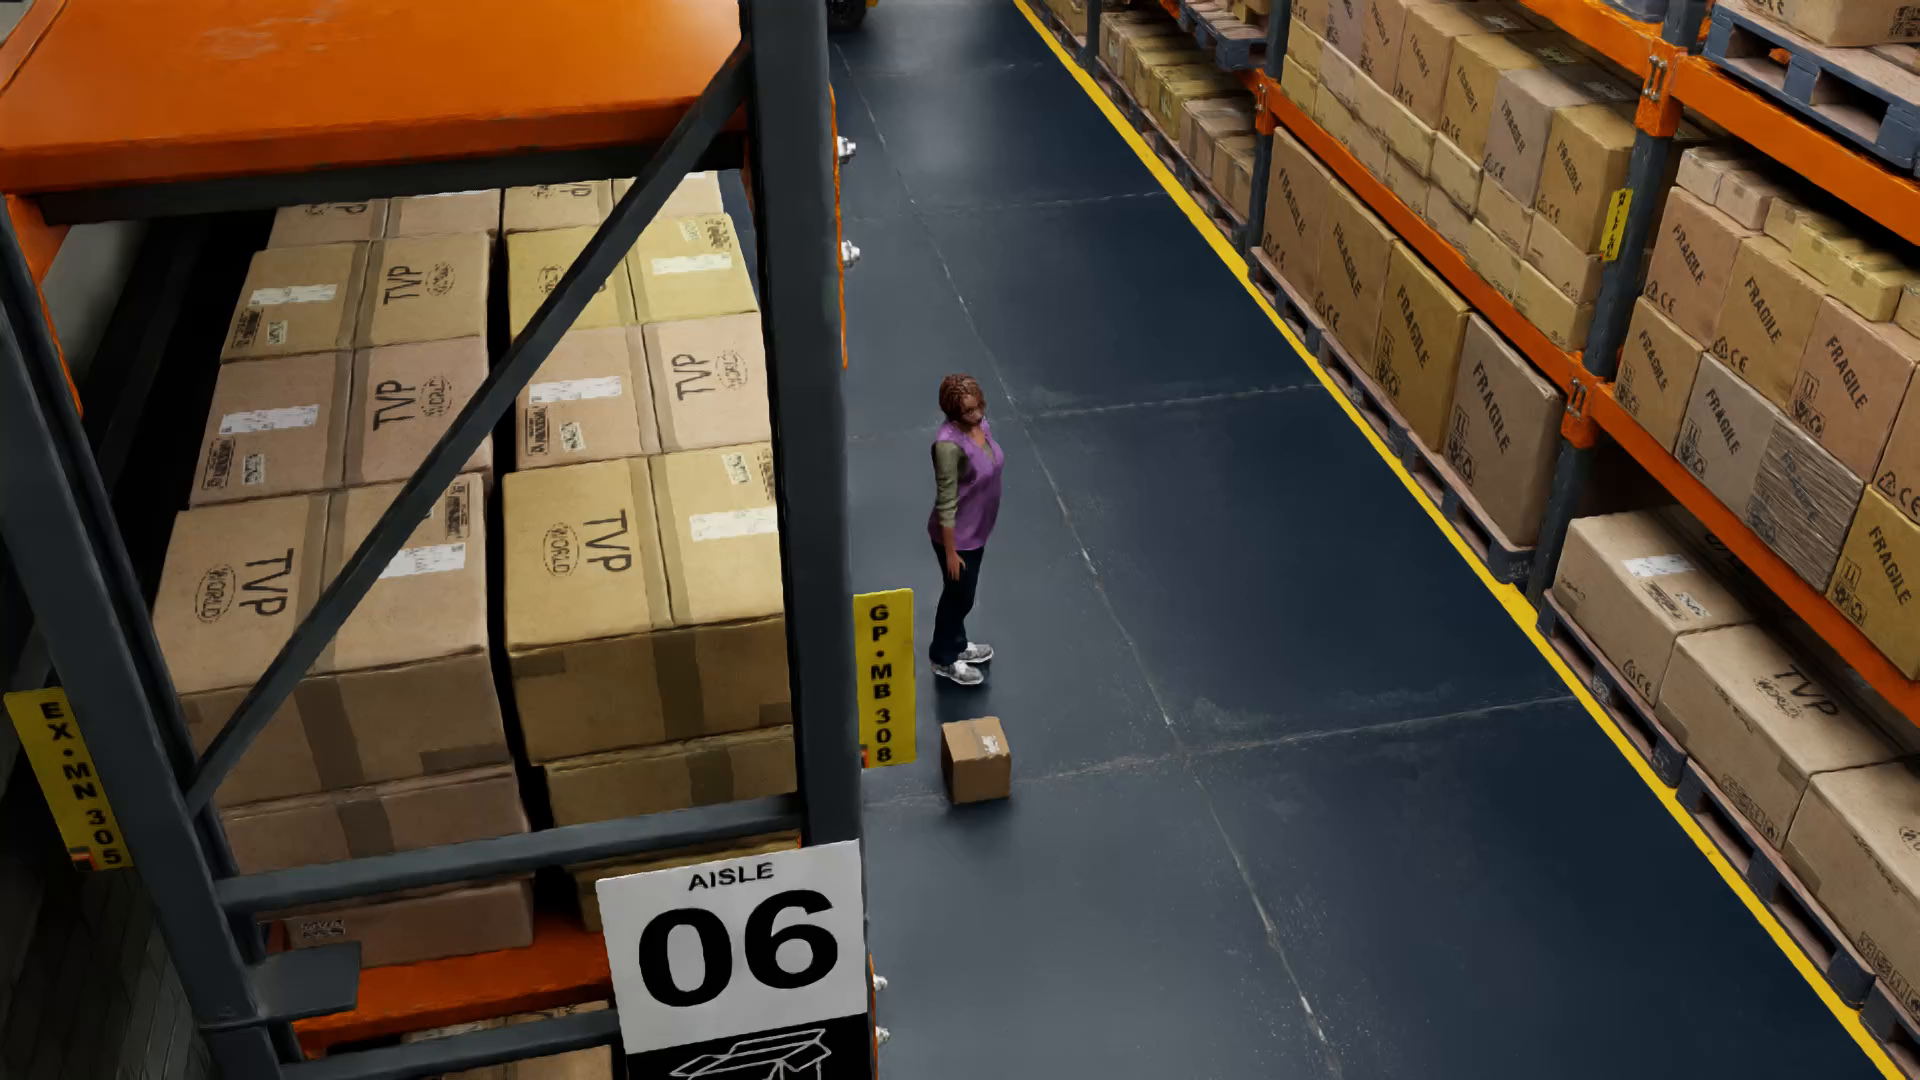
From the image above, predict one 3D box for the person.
[{"bbox_3d":[0.016,-0.037,7.384,0.326,1.599,0.465,10,36,14],"label":"person"}]
